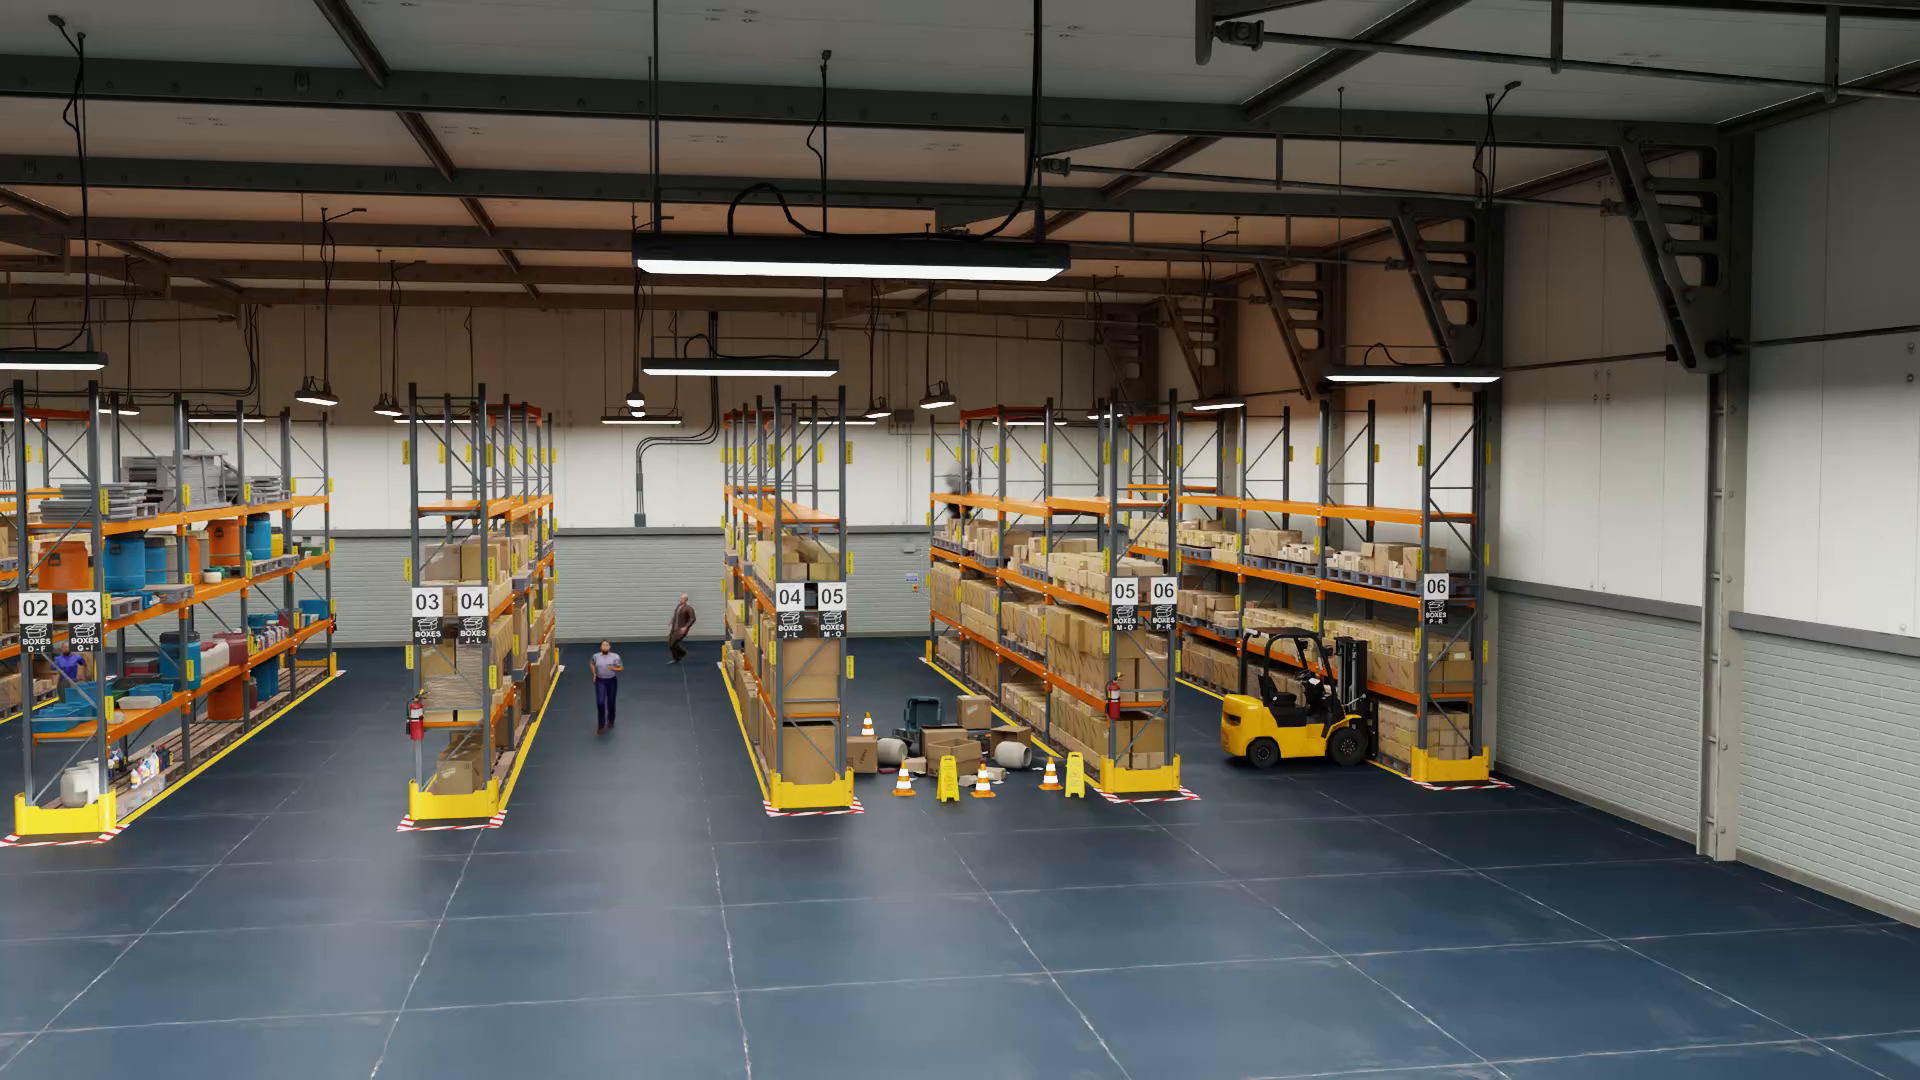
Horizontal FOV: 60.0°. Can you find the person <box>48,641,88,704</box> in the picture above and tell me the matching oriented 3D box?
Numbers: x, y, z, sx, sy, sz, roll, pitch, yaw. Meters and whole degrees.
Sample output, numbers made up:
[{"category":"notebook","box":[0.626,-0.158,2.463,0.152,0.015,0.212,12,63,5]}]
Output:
[{"category":"person","box":[-15.982,2.647,29.796,0.595,1.685,0.871,-1,3,-20]}]

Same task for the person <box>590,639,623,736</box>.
[{"category":"person","box":[-6.376,2.633,30.029,0.586,1.680,0.782,-1,3,-12]}]

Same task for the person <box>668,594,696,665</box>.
[{"category":"person","box":[-6.689,2.146,39.766,0.755,1.704,0.554,2,4,40]}]
